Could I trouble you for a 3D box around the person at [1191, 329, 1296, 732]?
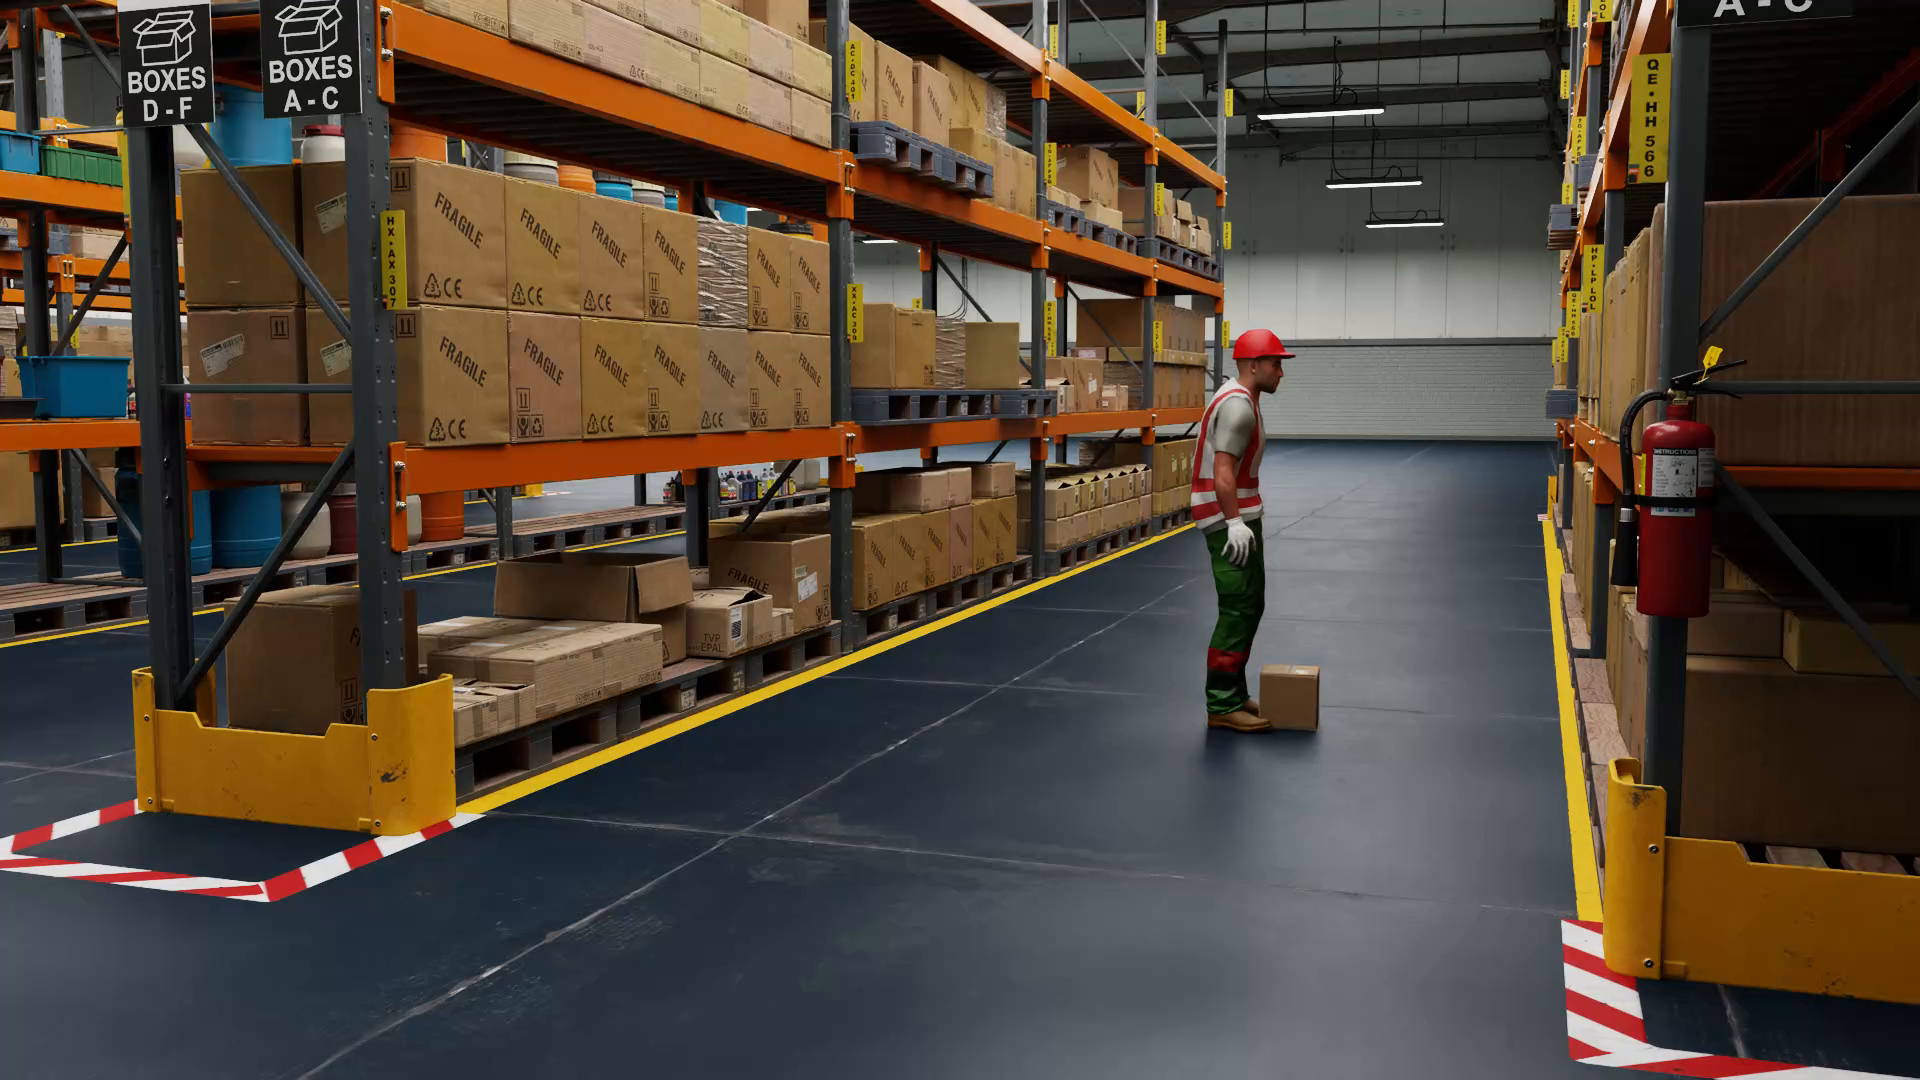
[{"bbox_3d":[1.272,-0.058,7.507,0.452,1.777,0.610,1,5,15],"label":"person"}]
